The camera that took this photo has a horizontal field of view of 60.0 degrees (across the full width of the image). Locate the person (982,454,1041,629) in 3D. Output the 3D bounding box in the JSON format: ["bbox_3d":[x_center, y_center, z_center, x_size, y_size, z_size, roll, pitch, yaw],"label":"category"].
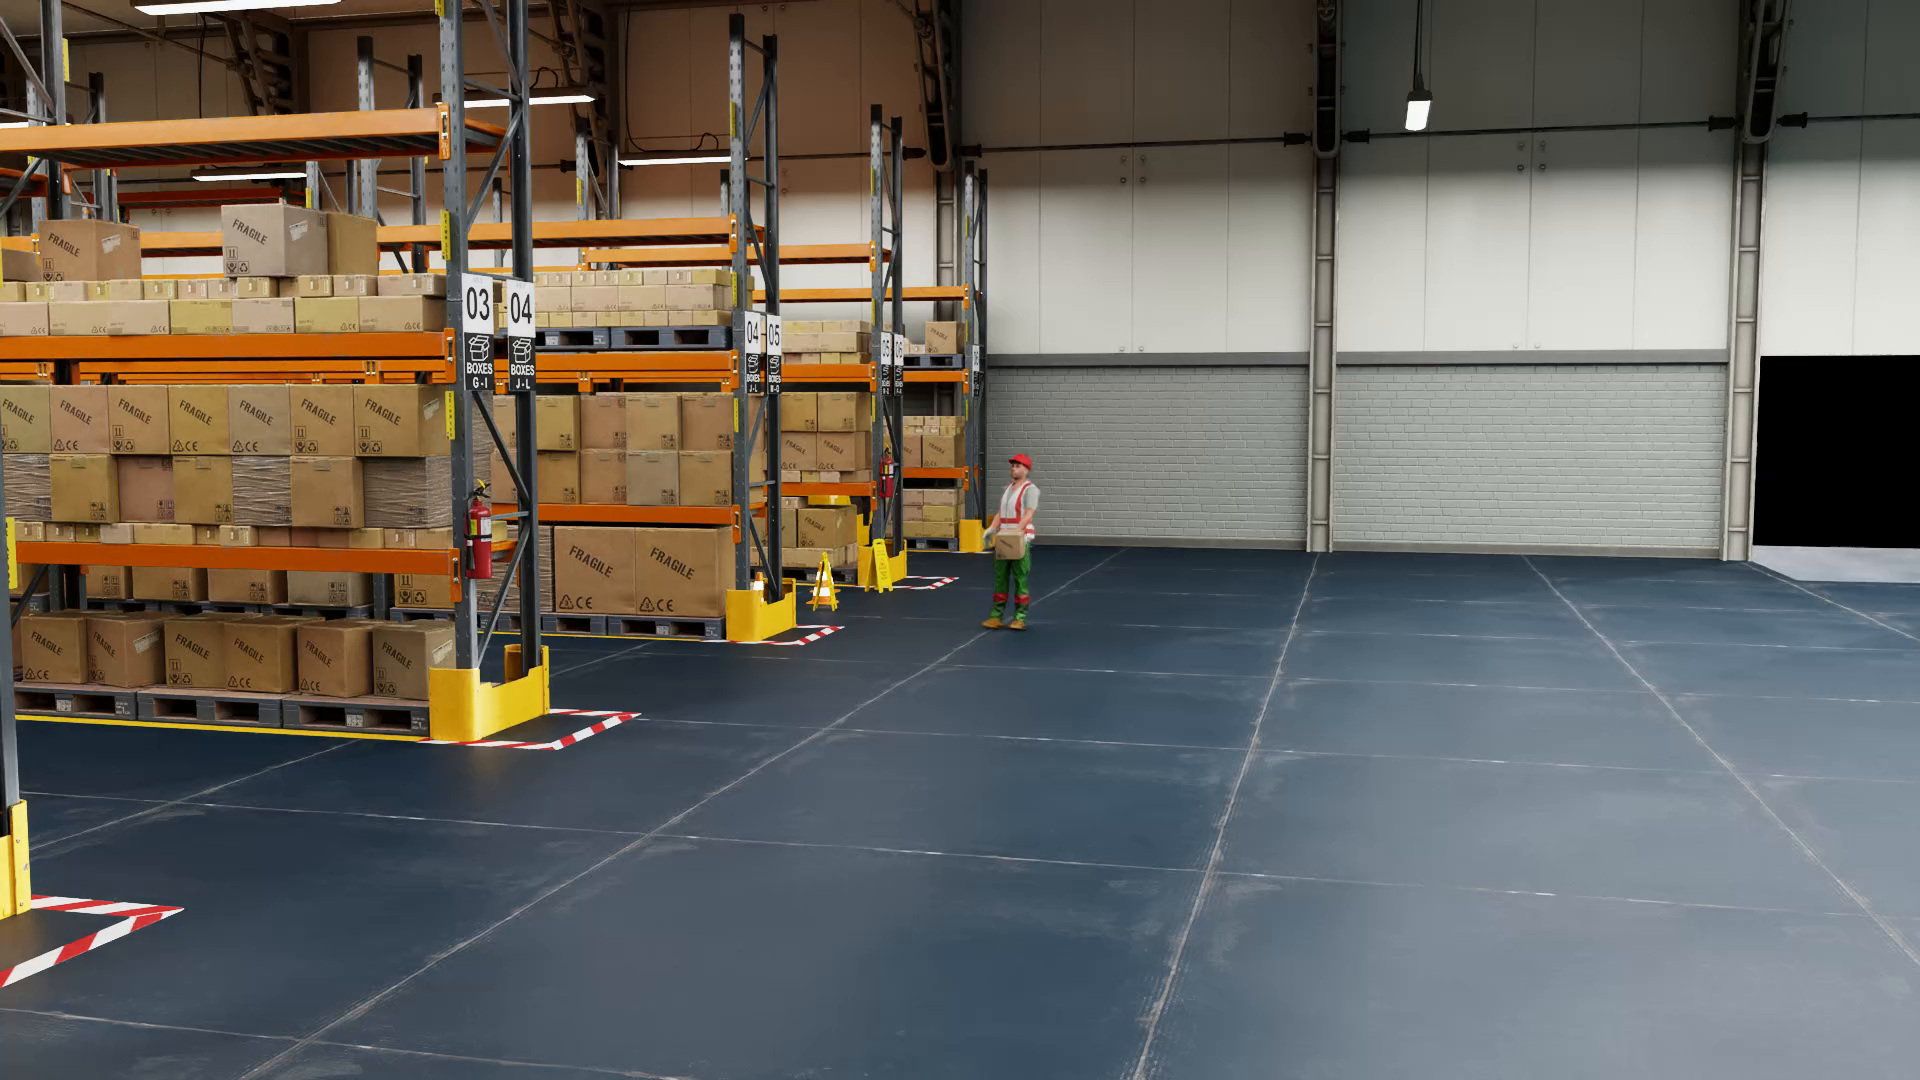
[{"bbox_3d":[0.531,0.017,17.038,0.526,1.792,0.524,-4,6,-40],"label":"person"}]
